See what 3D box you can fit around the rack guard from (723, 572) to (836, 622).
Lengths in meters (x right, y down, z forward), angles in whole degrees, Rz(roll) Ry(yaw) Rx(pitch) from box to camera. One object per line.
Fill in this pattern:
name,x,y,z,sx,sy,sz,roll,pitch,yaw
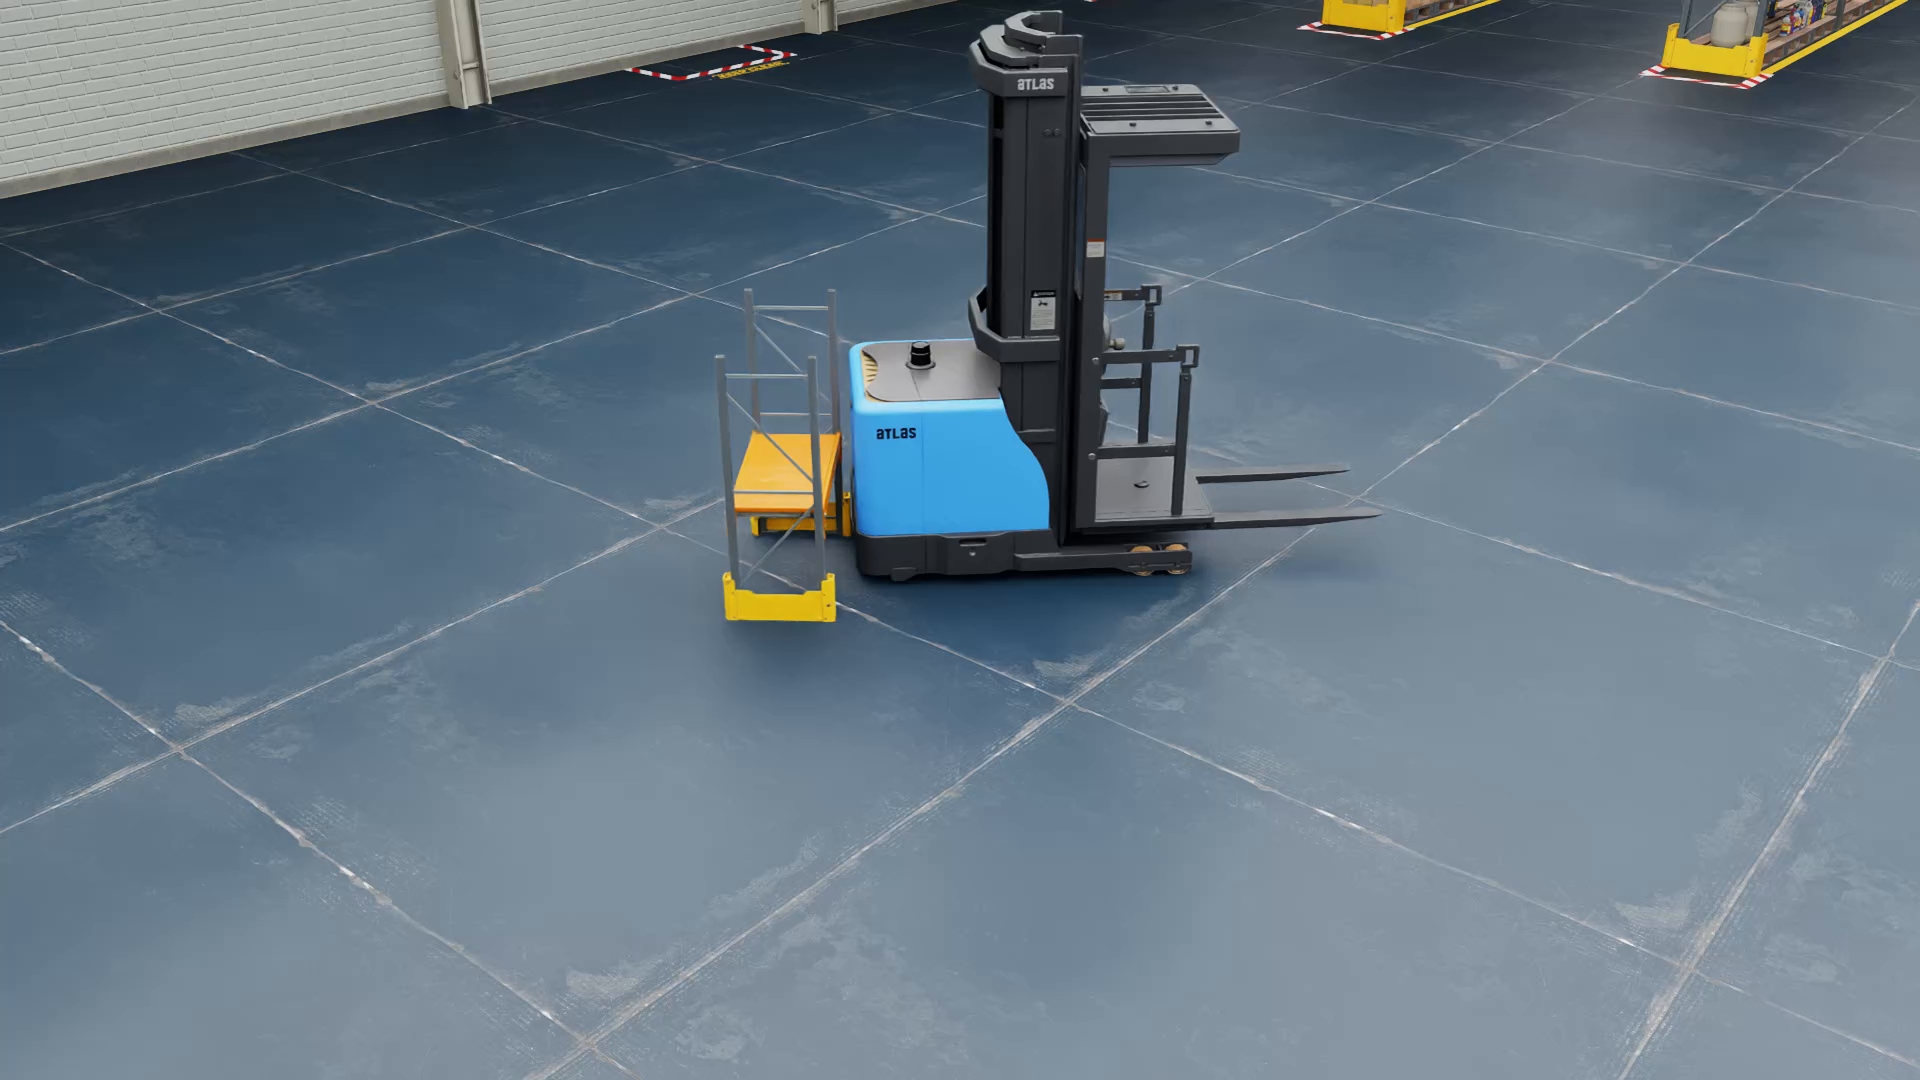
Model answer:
rack guard,-0.963,0.305,8.888,0.587,0.250,0.087,1,27,1

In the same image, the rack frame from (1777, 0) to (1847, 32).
rack frame,12.228,-8.786,23.470,1.000,3.000,0.127,21,34,34

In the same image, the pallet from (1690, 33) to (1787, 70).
pallet,10.216,-6.457,22.001,1.003,0.211,1.213,21,34,34

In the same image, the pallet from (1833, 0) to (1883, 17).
pallet,13.473,-8.272,25.510,1.003,0.211,1.213,21,34,34

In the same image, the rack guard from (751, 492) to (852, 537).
rack guard,-0.935,-0.152,9.772,0.587,0.250,0.087,1,27,1

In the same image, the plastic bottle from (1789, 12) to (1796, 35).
plastic bottle,11.235,-6.984,22.463,0.061,0.283,0.133,21,34,35

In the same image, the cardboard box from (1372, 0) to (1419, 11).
cardboard box,6.376,-7.908,24.306,0.500,0.250,0.500,21,34,34

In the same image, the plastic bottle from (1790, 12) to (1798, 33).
plastic bottle,11.295,-7.025,22.556,0.097,0.271,0.097,0,27,0

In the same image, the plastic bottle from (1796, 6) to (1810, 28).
plastic bottle,11.607,-7.220,22.928,0.152,0.276,0.135,21,34,35

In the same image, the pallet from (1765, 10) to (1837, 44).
pallet,11.768,-7.322,23.674,1.003,0.211,1.213,21,34,34

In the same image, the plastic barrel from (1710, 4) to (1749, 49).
plastic barrel,10.043,-6.705,21.698,0.421,0.512,0.421,0,27,0

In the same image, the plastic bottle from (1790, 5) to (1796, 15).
plastic bottle,11.524,-7.255,22.986,0.061,0.283,0.133,21,34,34

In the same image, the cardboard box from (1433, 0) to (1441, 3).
cardboard box,7.010,-8.263,24.994,0.500,0.250,0.500,21,34,34

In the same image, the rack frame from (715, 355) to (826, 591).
rack frame,-0.963,-0.241,8.584,0.500,1.500,0.032,1,27,1

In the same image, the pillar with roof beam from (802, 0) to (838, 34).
pillar with roof beam,1.322,-10.044,19.371,9.100,9.000,0.400,21,34,34

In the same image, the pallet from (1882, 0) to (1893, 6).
pallet,14.249,-8.703,26.343,1.003,0.211,1.213,21,34,34

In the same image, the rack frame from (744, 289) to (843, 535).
rack frame,-0.935,-0.708,9.486,0.500,1.500,0.032,1,27,1

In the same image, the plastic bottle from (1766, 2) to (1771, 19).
plastic bottle,11.395,-7.518,23.509,0.097,0.271,0.097,0,27,0

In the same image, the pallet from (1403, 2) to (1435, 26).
pallet,6.318,-7.862,24.718,1.003,0.211,1.213,21,34,34

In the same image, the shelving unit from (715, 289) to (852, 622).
shelving unit,-0.949,-0.479,9.043,0.587,1.500,1.083,1,27,1

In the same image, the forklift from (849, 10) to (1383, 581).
forklift,0.893,-1.340,9.151,3.031,2.935,1.130,-2,27,-5

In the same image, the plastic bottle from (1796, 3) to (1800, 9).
plastic bottle,11.617,-7.301,23.076,0.061,0.283,0.133,21,34,34

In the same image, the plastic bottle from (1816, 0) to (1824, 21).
plastic bottle,12.040,-7.493,23.373,0.144,0.351,0.185,20,33,33

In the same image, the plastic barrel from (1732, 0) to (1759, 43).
plastic barrel,10.362,-6.883,22.041,0.421,0.512,0.421,0,27,0

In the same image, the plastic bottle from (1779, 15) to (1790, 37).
plastic bottle,11.077,-6.904,22.321,0.097,0.271,0.097,0,27,0

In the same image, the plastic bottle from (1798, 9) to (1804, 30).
plastic bottle,11.488,-7.132,22.763,0.097,0.271,0.097,0,27,0

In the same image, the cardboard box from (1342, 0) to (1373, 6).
cardboard box,5.977,-8.059,24.599,0.500,0.250,0.500,21,34,34

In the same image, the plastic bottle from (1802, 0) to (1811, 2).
plastic bottle,11.929,-7.535,23.455,0.144,0.351,0.185,21,34,34

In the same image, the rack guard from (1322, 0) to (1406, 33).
rack guard,5.848,-7.698,24.087,1.175,0.500,0.348,21,34,34

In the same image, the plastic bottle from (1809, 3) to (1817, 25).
plastic bottle,11.847,-7.325,23.122,0.061,0.283,0.133,23,35,38

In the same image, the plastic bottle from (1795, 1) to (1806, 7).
plastic bottle,11.788,-7.426,23.325,0.152,0.276,0.135,21,34,34

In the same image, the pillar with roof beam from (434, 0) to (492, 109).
pillar with roof beam,-2.494,-7.916,15.259,9.100,9.000,0.400,21,34,34

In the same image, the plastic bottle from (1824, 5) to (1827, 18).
plastic bottle,12.237,-7.519,23.587,0.097,0.201,0.097,0,27,0

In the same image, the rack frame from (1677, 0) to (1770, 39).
rack frame,9.683,-7.368,20.728,1.000,3.000,0.127,21,34,34

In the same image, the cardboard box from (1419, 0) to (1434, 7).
cardboard box,6.692,-8.086,24.651,0.500,0.250,0.500,21,34,34

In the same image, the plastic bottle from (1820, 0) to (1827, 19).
plastic bottle,12.176,-7.508,23.477,0.061,0.283,0.133,23,35,37

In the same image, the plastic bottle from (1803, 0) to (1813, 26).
plastic bottle,11.713,-7.310,23.020,0.144,0.351,0.185,21,34,34

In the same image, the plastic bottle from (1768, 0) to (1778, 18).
plastic bottle,11.505,-7.598,23.577,0.144,0.351,0.185,21,34,34

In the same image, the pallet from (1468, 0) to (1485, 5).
pallet,7.870,-8.727,26.390,1.003,0.211,1.213,21,34,34

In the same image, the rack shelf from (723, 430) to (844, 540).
rack shelf,-0.949,-0.315,9.118,0.538,0.185,1.000,1,27,1

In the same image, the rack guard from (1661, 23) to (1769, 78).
rack guard,9.695,-6.299,21.381,1.175,0.500,0.348,21,34,34

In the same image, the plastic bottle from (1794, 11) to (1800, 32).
plastic bottle,11.359,-7.060,22.624,0.097,0.271,0.097,0,27,0

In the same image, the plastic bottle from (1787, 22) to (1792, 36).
plastic bottle,11.143,-6.909,22.408,0.097,0.201,0.097,0,27,0

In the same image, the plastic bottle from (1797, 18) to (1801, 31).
plastic bottle,11.422,-7.065,22.708,0.097,0.201,0.097,0,27,0

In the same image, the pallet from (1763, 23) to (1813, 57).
pallet,10.993,-6.887,22.834,1.003,0.211,1.213,21,34,34

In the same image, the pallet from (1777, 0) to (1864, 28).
pallet,12.697,-7.838,24.671,1.003,0.211,1.213,21,34,34

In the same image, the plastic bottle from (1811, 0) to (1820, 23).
plastic bottle,11.918,-7.425,23.242,0.144,0.351,0.185,19,33,32

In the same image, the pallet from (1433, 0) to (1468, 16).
pallet,7.094,-8.293,25.550,1.003,0.211,1.213,21,34,34

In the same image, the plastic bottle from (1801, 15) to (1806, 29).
plastic bottle,11.553,-7.137,22.849,0.097,0.201,0.097,0,27,0
